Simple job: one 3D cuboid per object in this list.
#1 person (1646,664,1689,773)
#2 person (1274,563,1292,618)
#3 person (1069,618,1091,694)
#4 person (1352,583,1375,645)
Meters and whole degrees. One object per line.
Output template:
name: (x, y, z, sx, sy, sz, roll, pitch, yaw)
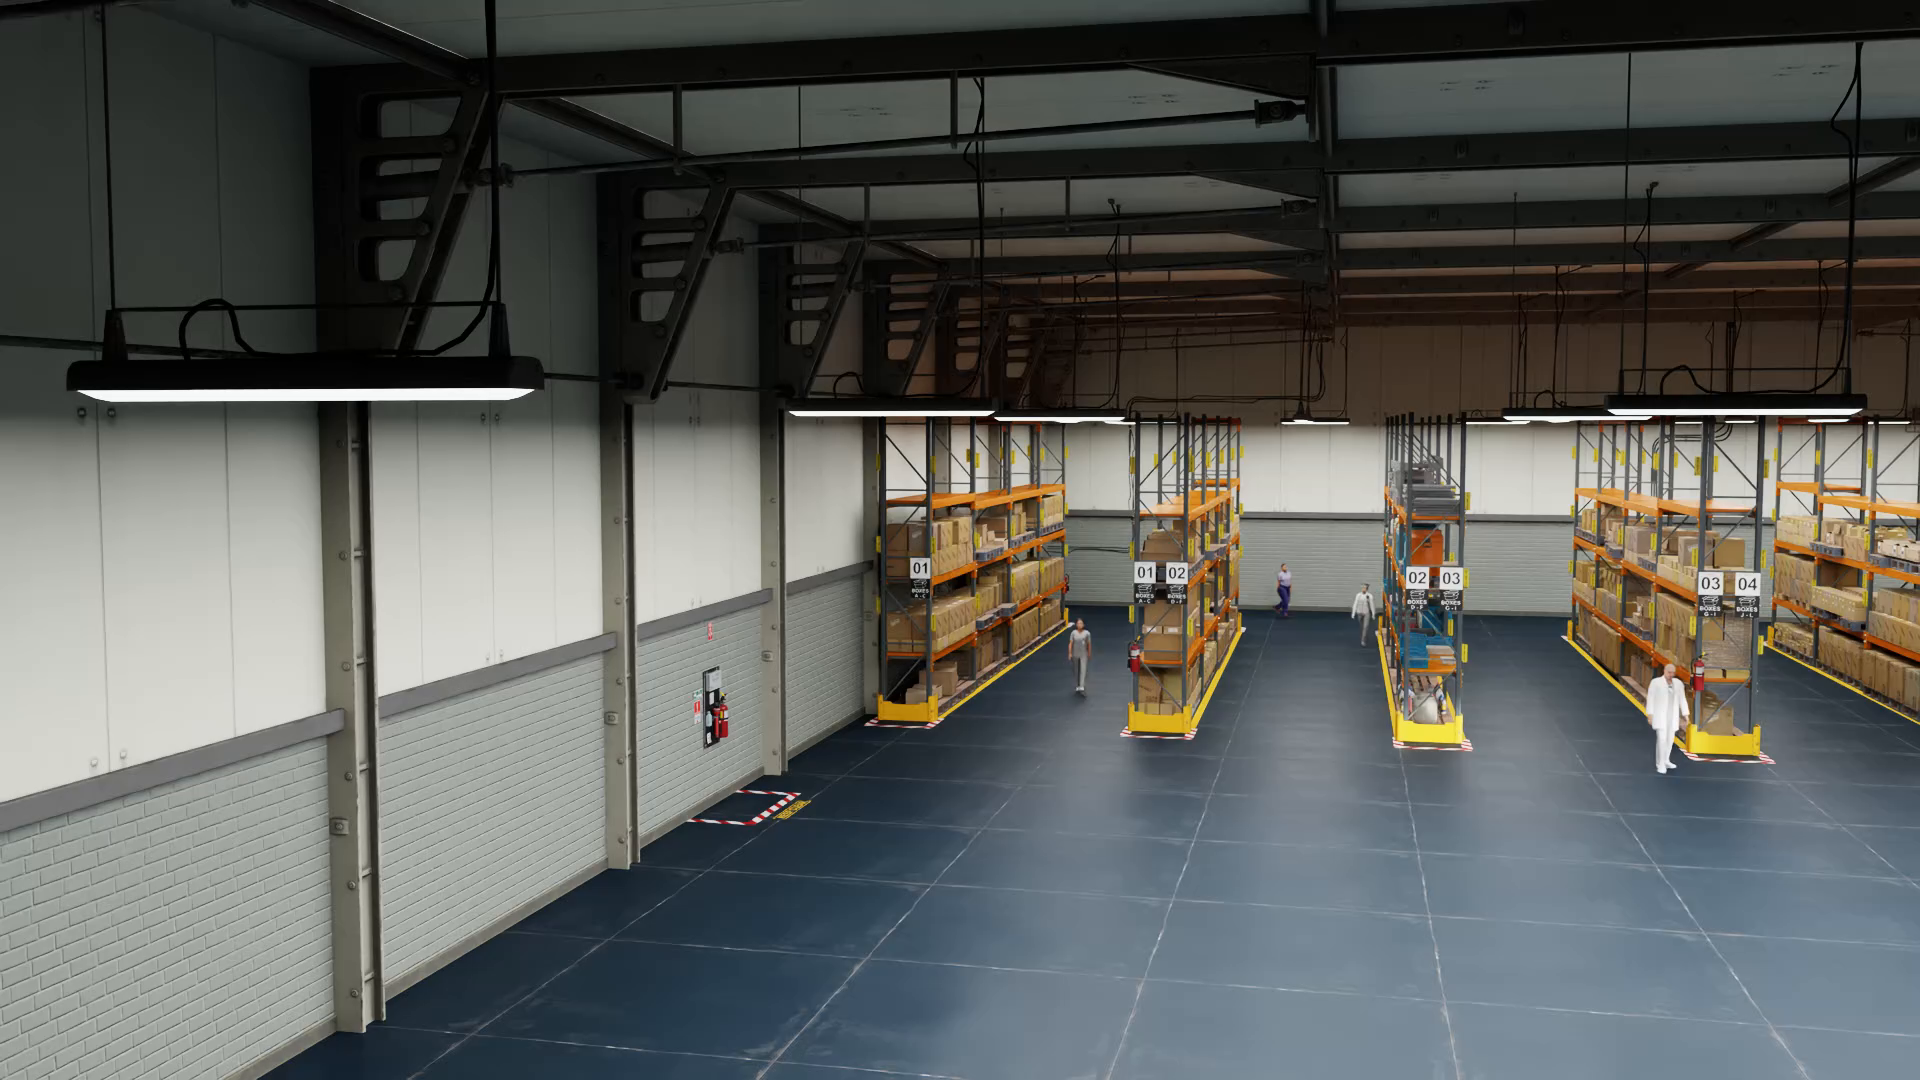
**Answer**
person: (11.803, 2.978, 27.765, 0.646, 1.856, 0.555, 0, 4, -4)
person: (9.744, 1.506, 50.144, 0.481, 1.619, 0.741, -3, 5, -41)
person: (2.548, 2.486, 35.638, 0.453, 1.610, 1.065, 1, 4, 17)
person: (10.604, 1.926, 43.754, 0.538, 1.607, 1.014, 2, 5, 32)
